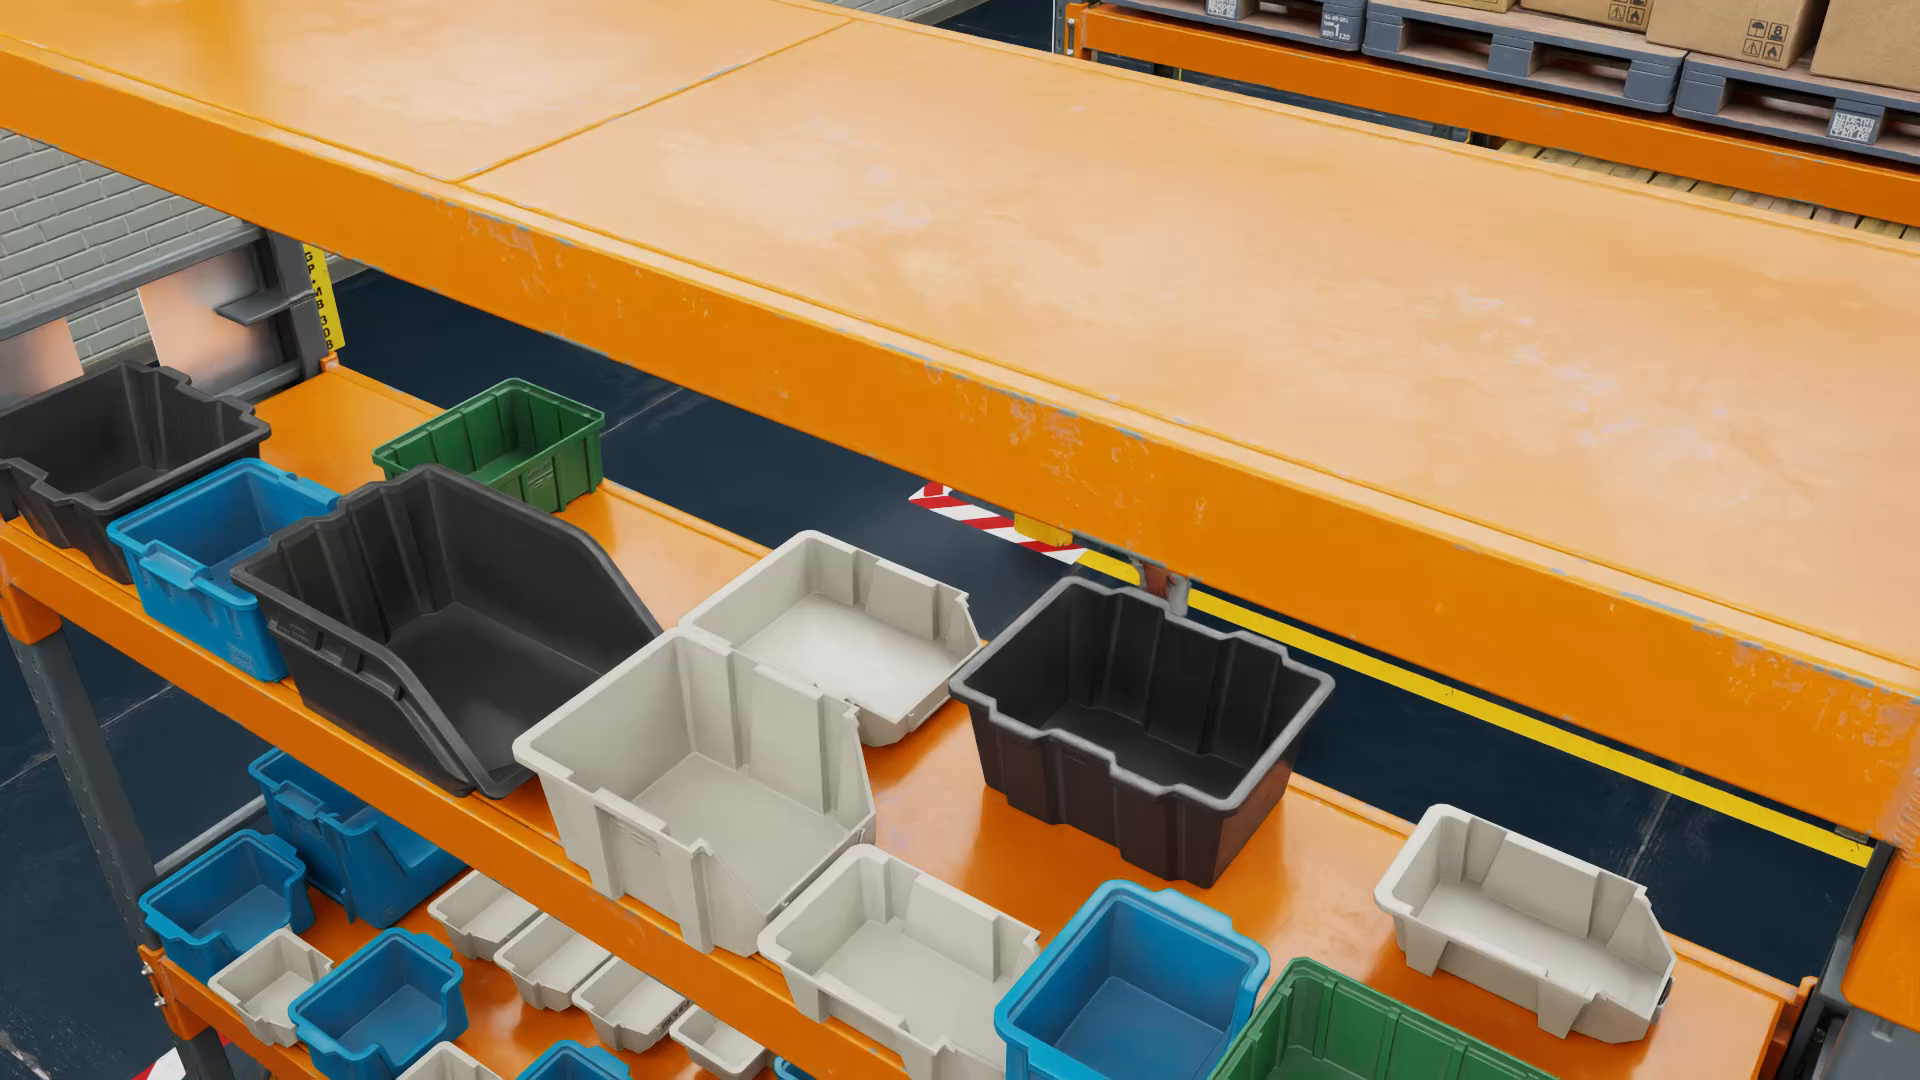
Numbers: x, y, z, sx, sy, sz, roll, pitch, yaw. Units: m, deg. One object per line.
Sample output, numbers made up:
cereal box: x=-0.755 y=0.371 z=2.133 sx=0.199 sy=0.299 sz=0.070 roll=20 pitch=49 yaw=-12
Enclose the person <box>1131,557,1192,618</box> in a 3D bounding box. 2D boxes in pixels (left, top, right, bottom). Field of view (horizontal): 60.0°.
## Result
person: x=0.918 y=0.006 z=7.269 sx=0.420 sy=1.797 sz=0.616 roll=10 pitch=36 yaw=14
